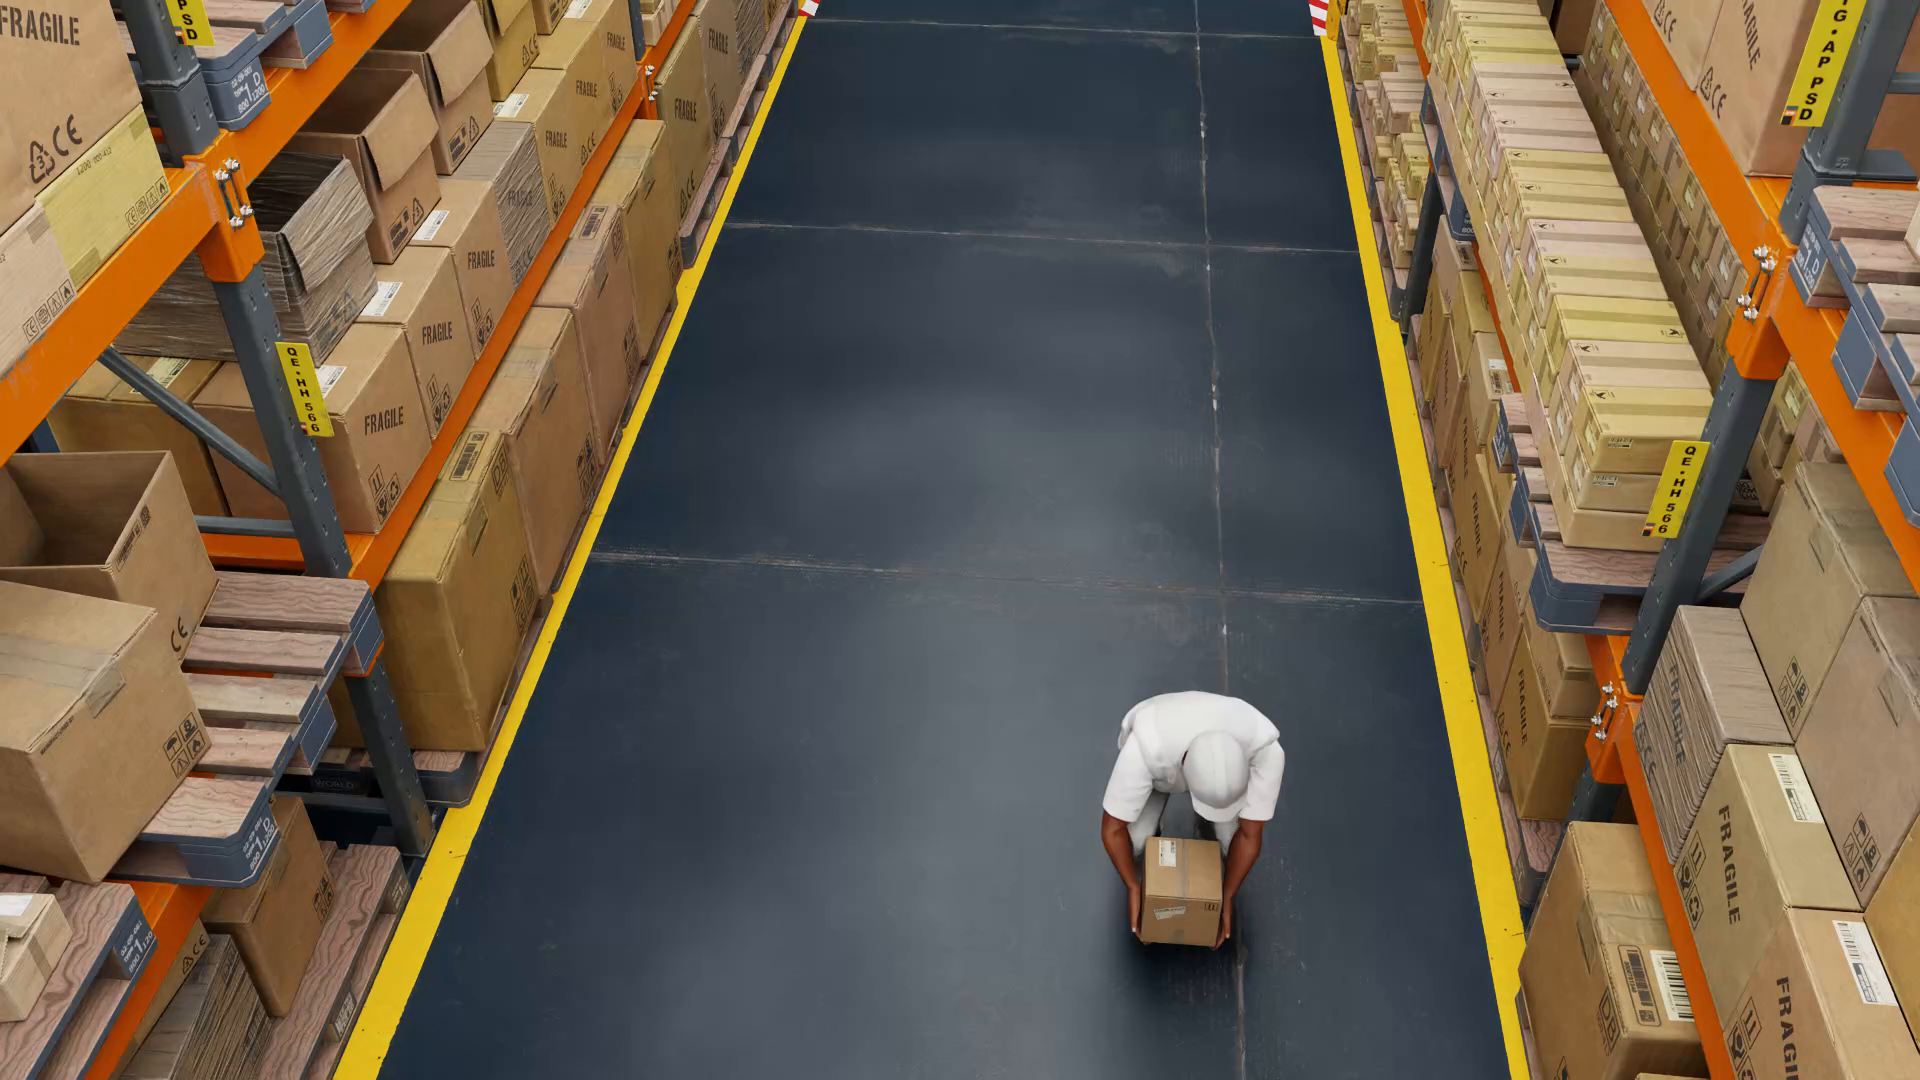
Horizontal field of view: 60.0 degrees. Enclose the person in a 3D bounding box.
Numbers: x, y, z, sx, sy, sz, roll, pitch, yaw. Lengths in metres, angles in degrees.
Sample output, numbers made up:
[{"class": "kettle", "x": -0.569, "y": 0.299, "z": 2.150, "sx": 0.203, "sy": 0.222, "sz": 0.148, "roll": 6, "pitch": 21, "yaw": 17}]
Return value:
[{"class": "person", "x": 0.791, "y": 0.847, "z": 5.724, "sx": 0.595, "sy": 1.003, "sz": 0.856, "roll": 3, "pitch": 40, "yaw": 4}]
